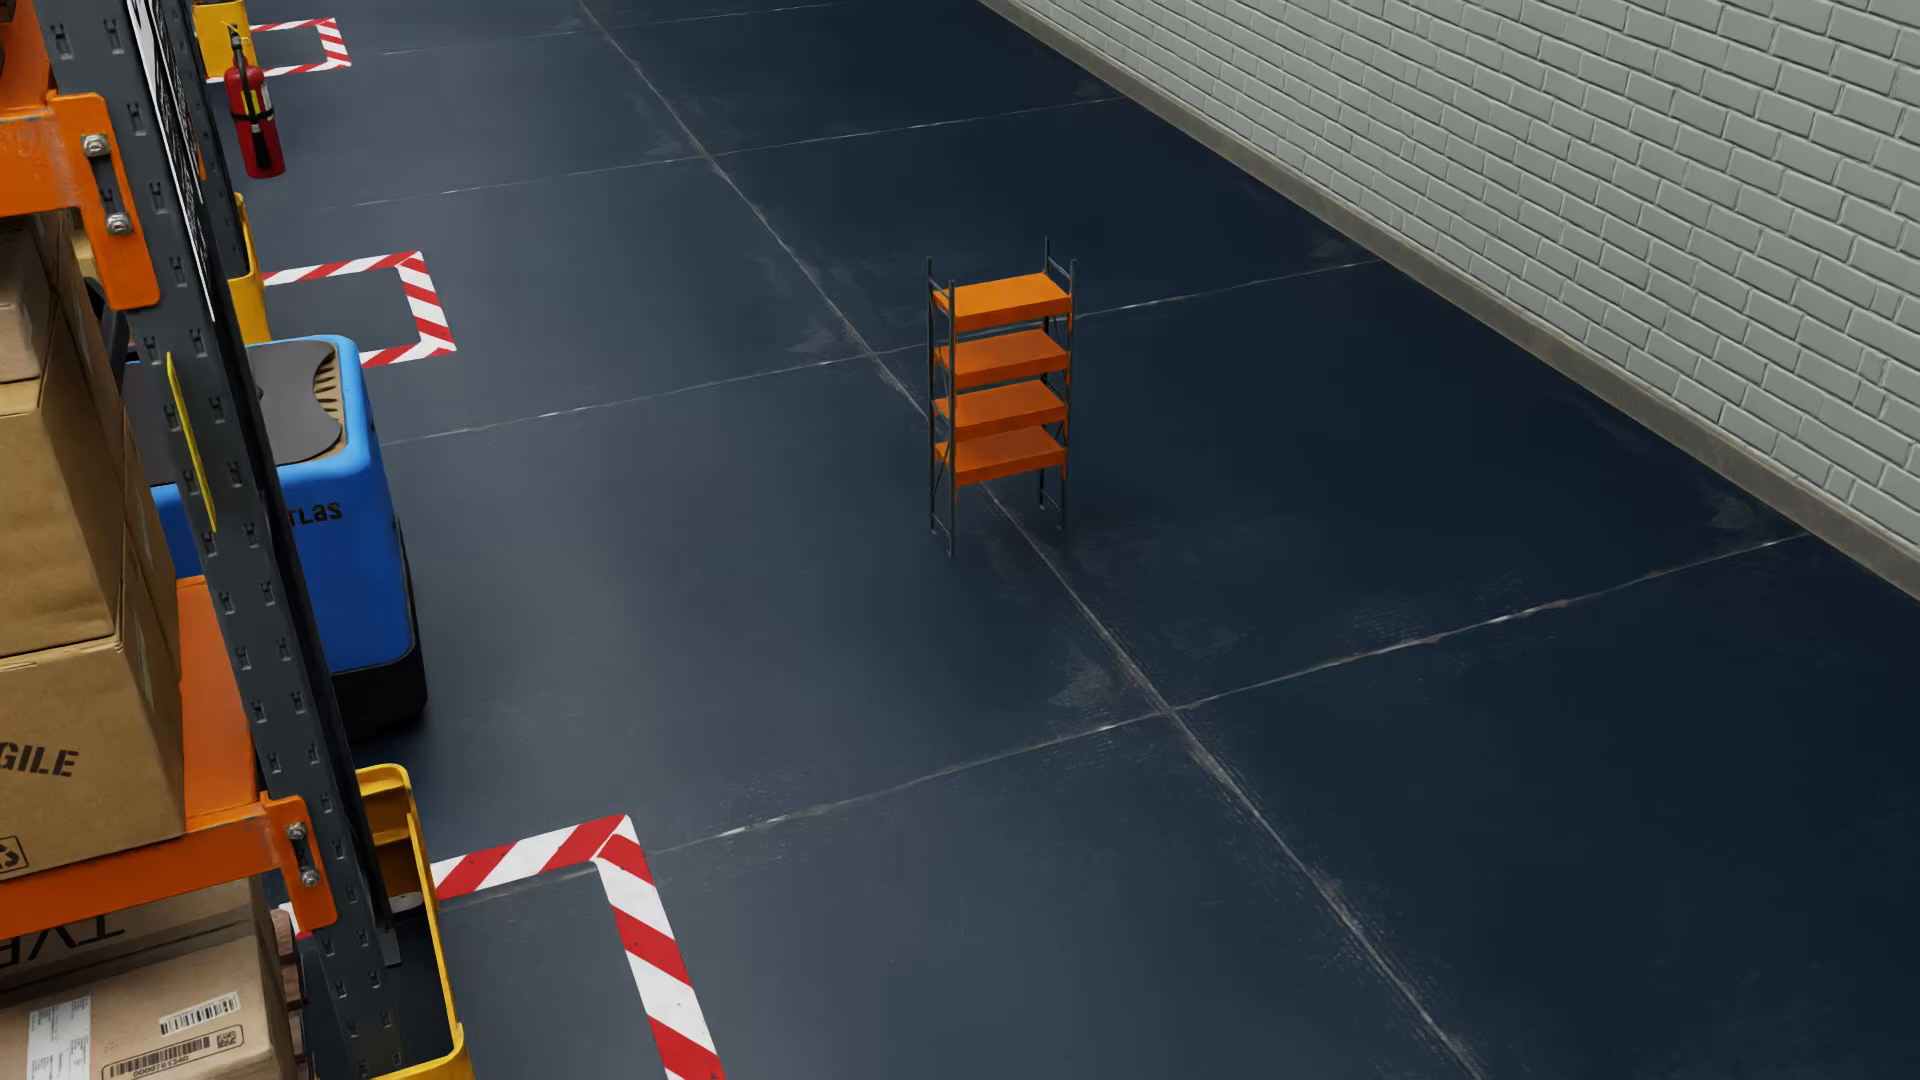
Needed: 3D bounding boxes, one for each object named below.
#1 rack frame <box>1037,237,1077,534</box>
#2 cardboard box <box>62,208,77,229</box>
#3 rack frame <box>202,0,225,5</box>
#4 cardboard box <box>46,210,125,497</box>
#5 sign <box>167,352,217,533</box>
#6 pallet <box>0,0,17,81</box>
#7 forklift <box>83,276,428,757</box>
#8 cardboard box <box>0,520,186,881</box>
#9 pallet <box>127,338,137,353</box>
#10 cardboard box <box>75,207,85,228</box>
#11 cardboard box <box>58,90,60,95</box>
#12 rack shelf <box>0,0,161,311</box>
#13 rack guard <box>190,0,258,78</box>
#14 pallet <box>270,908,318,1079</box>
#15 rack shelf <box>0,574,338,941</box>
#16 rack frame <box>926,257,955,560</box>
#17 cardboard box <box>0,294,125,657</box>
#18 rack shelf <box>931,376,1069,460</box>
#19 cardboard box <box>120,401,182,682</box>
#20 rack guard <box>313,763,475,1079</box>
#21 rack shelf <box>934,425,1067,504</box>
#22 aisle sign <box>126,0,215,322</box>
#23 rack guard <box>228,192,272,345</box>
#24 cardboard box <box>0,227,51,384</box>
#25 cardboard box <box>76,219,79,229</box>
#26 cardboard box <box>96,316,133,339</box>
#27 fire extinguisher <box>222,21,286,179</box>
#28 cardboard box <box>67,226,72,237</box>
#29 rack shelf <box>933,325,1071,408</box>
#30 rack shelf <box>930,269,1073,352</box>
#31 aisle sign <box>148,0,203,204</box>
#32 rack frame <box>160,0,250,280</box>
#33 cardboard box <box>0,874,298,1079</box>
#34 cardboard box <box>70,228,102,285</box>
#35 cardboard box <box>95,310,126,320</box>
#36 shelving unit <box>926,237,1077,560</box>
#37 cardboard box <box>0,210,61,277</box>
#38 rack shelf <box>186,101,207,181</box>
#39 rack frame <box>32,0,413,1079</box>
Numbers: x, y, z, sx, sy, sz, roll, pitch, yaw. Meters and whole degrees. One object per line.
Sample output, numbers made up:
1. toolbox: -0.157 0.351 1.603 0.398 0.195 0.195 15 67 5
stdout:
1. rack frame: 0.378 -0.589 6.556 0.015 1.200 0.240 -13 35 -19
2. cardboard box: -4.408 -1.504 7.995 0.250 0.149 0.380 -12 35 -18
3. rack frame: -5.413 -4.848 11.450 0.127 3.000 1.000 -13 35 -19
4. cardboard box: -2.129 -0.368 3.556 0.500 0.500 0.500 -14 35 -20
5. sign: -1.379 -0.173 2.987 0.005 0.325 0.100 -13 35 -19
6. pallet: -2.257 -0.923 2.749 1.213 0.211 1.003 -13 35 -19
7. forklift: -3.418 -0.562 4.926 3.031 2.935 1.130 -11 35 -16
8. cardboard box: -1.919 0.328 3.403 0.500 0.500 0.500 -13 35 -19
9. pallet: -4.419 -0.994 8.084 1.213 0.211 1.003 -13 35 -19
10. cardboard box: -4.201 -1.623 8.178 0.250 0.149 0.380 -15 36 -21
11. cardboard box: -4.021 -1.983 7.277 0.250 0.149 0.380 -13 35 -19
12. rack shelf: -3.421 -0.398 2.521 4.000 0.370 1.077 -13 35 -19
13. rack guard: -5.391 -3.805 12.140 0.348 0.500 1.175 -13 35 -19
14. pallet: -2.284 1.512 4.232 1.213 0.211 1.003 -13 35 -19
15. rack shelf: -3.421 0.859 3.339 4.000 0.370 1.077 -13 35 -19
16. rack frame: -0.072 -0.486 6.397 0.015 1.200 0.240 -13 35 -19
17. cardboard box: -1.929 -0.104 3.151 0.500 0.500 0.500 -12 35 -17
18. rack shelf: 0.153 -0.481 6.513 0.480 0.148 0.258 -13 35 -19
19. cardboard box: -2.130 0.050 3.831 0.500 0.500 0.500 -13 35 -19
20. rack guard: -1.554 1.178 4.481 0.348 0.500 1.175 -13 35 -19
21. rack shelf: 0.153 -0.315 6.621 0.480 0.148 0.258 -13 35 -19
22. aisle sign: -1.390 -0.814 2.866 0.004 0.787 0.394 -13 35 -19
23. rack guard: -3.656 -1.269 8.241 0.348 0.500 1.175 -13 35 -19
24. cardboard box: -1.830 -0.421 3.044 0.250 0.149 0.380 -12 35 -18
25. cardboard box: -4.443 -1.427 8.149 0.250 0.149 0.380 -13 35 -19
26. cardboard box: -3.991 -1.098 7.915 0.250 0.149 0.380 -12 35 -18
27. fire extinguisher: -3.175 -1.965 7.432 0.183 0.674 0.296 -13 35 -19
28. cardboard box: -4.230 -1.300 7.680 0.250 0.149 0.380 -12 35 -18
29. rack shelf: 0.153 -0.669 6.391 0.480 0.148 0.258 -13 35 -19
30. rack shelf: 0.153 -0.867 6.262 0.480 0.148 0.258 -13 35 -19
31. aisle sign: -1.623 -1.115 3.330 0.004 0.787 0.394 -13 35 -19
32. rack frame: -3.586 -2.333 7.584 0.127 3.000 1.000 -13 35 -19
33. cardboard box: -2.146 1.223 4.084 0.875 0.438 0.875 -14 36 -21
34. cardboard box: -3.976 -1.324 7.718 0.250 0.149 0.380 -12 35 -18
35. cardboard box: -3.962 -1.183 7.774 0.250 0.149 0.380 -14 36 -20
36. shelving unit: 0.153 -0.538 6.476 0.503 1.200 0.258 -13 35 -19
37. cardboard box: -2.011 -0.662 3.414 0.250 0.149 0.380 -12 35 -18
38. rack shelf: -5.430 -1.609 7.132 4.000 0.370 1.077 -13 35 -19
39. rack frame: -1.577 0.135 3.792 0.127 3.000 1.000 -13 35 -19
